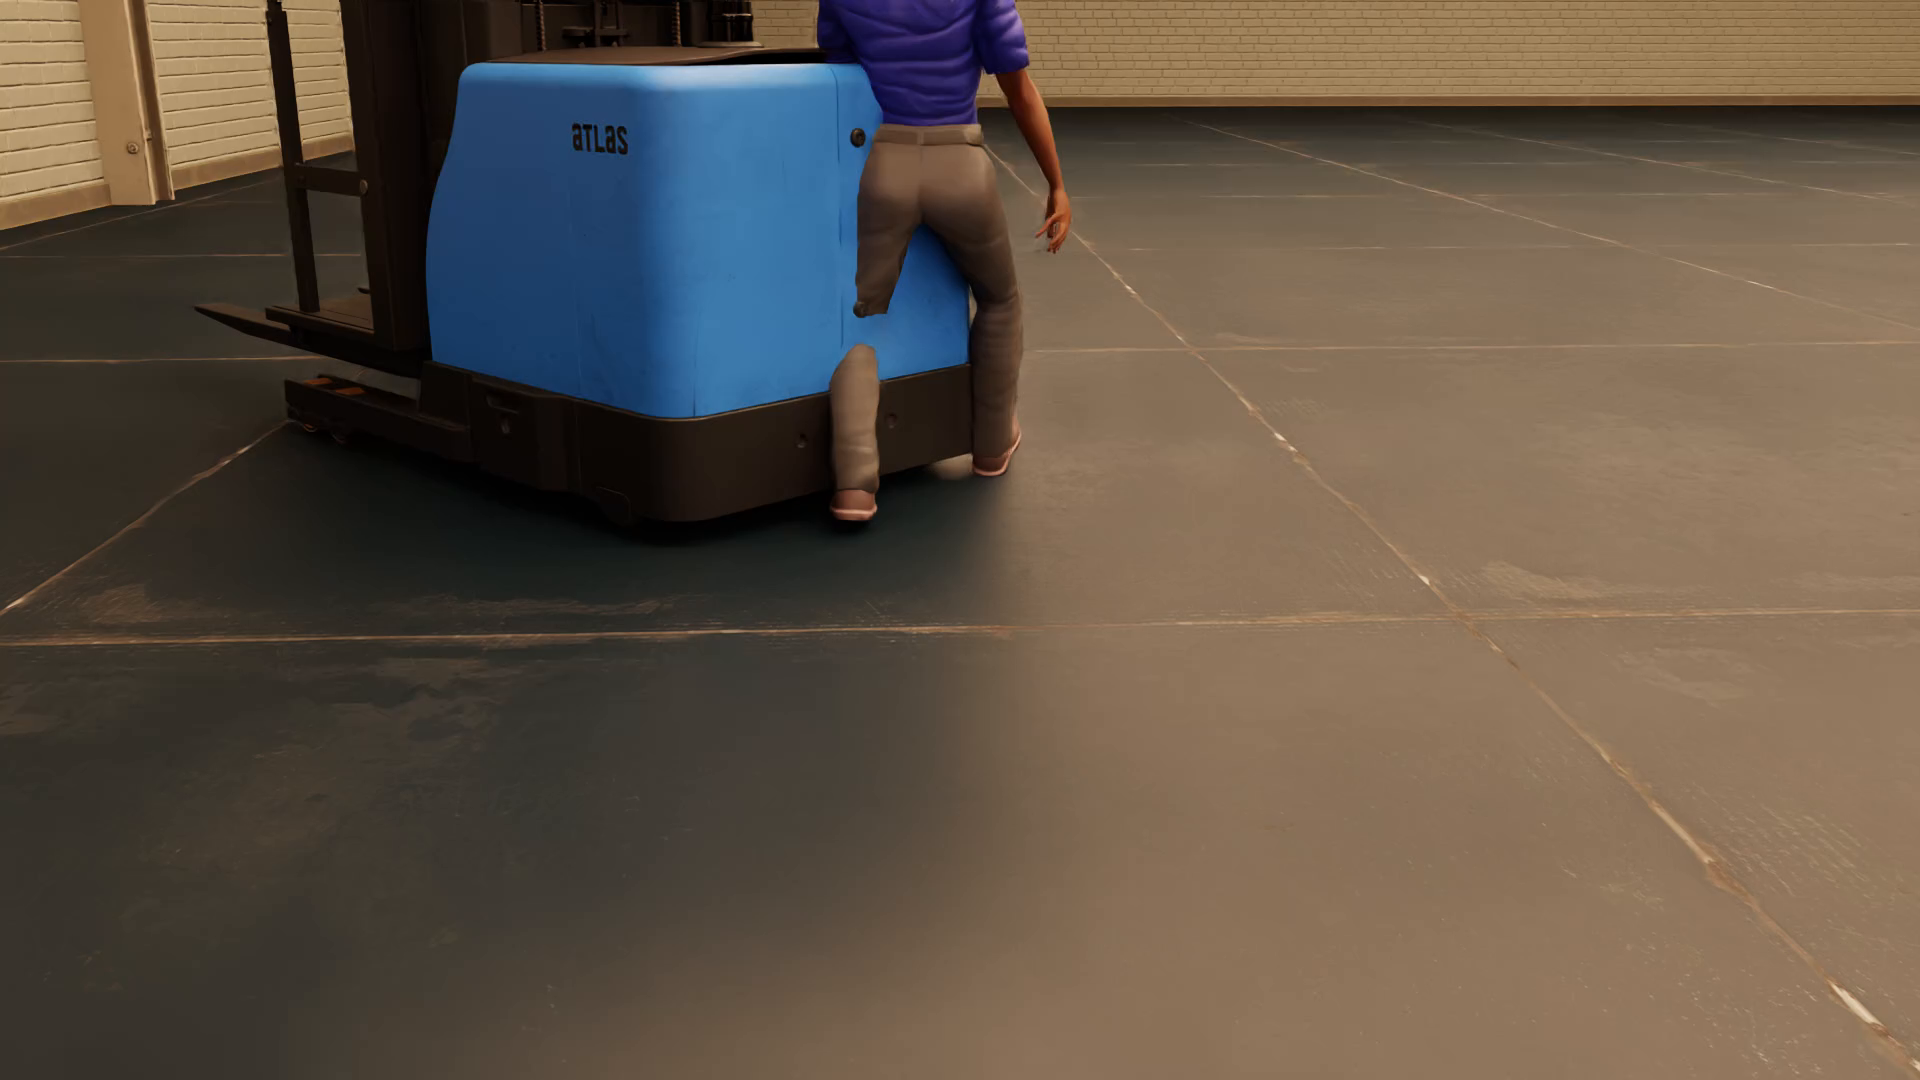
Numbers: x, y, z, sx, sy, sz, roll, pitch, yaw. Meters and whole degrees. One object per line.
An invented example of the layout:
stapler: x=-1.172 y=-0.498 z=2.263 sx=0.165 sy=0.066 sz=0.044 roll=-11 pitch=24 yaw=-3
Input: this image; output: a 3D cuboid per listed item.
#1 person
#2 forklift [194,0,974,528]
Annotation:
person: x=-0.038 y=-0.873 z=4.110 sx=0.615 sy=1.577 sz=0.814 roll=0 pitch=17 yaw=-1
forklift: x=-1.370 y=-1.777 z=4.716 sx=3.031 sy=2.935 sz=1.130 roll=16 pitch=23 yaw=41
